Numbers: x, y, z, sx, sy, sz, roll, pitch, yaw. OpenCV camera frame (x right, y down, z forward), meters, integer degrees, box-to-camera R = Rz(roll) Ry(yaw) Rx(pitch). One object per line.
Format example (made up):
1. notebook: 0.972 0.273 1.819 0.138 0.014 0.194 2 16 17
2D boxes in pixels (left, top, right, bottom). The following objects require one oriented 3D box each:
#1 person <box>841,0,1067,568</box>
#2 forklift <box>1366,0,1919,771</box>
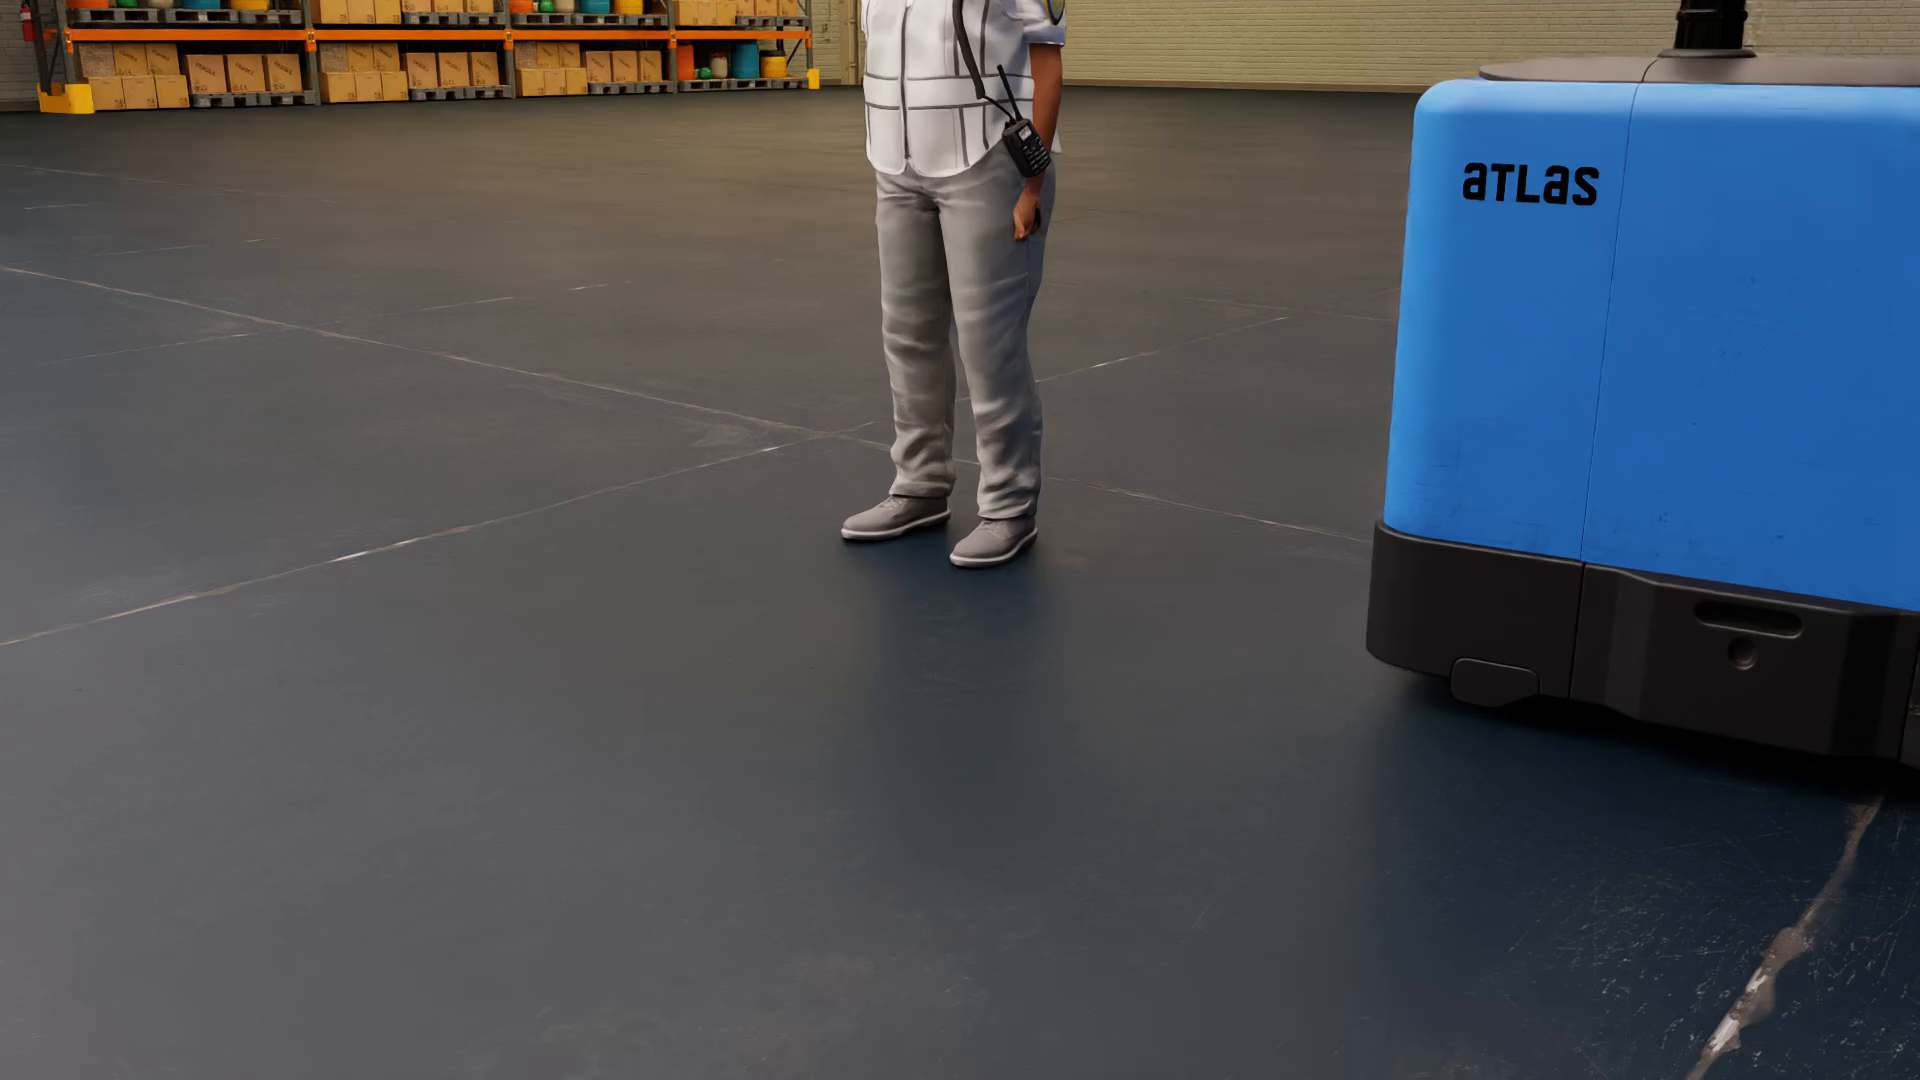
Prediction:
1. person: -0.008 -0.794 3.707 0.476 1.668 0.388 13 21 37
2. forklift: 2.271 -1.025 2.273 3.031 2.935 1.130 10 19 29
